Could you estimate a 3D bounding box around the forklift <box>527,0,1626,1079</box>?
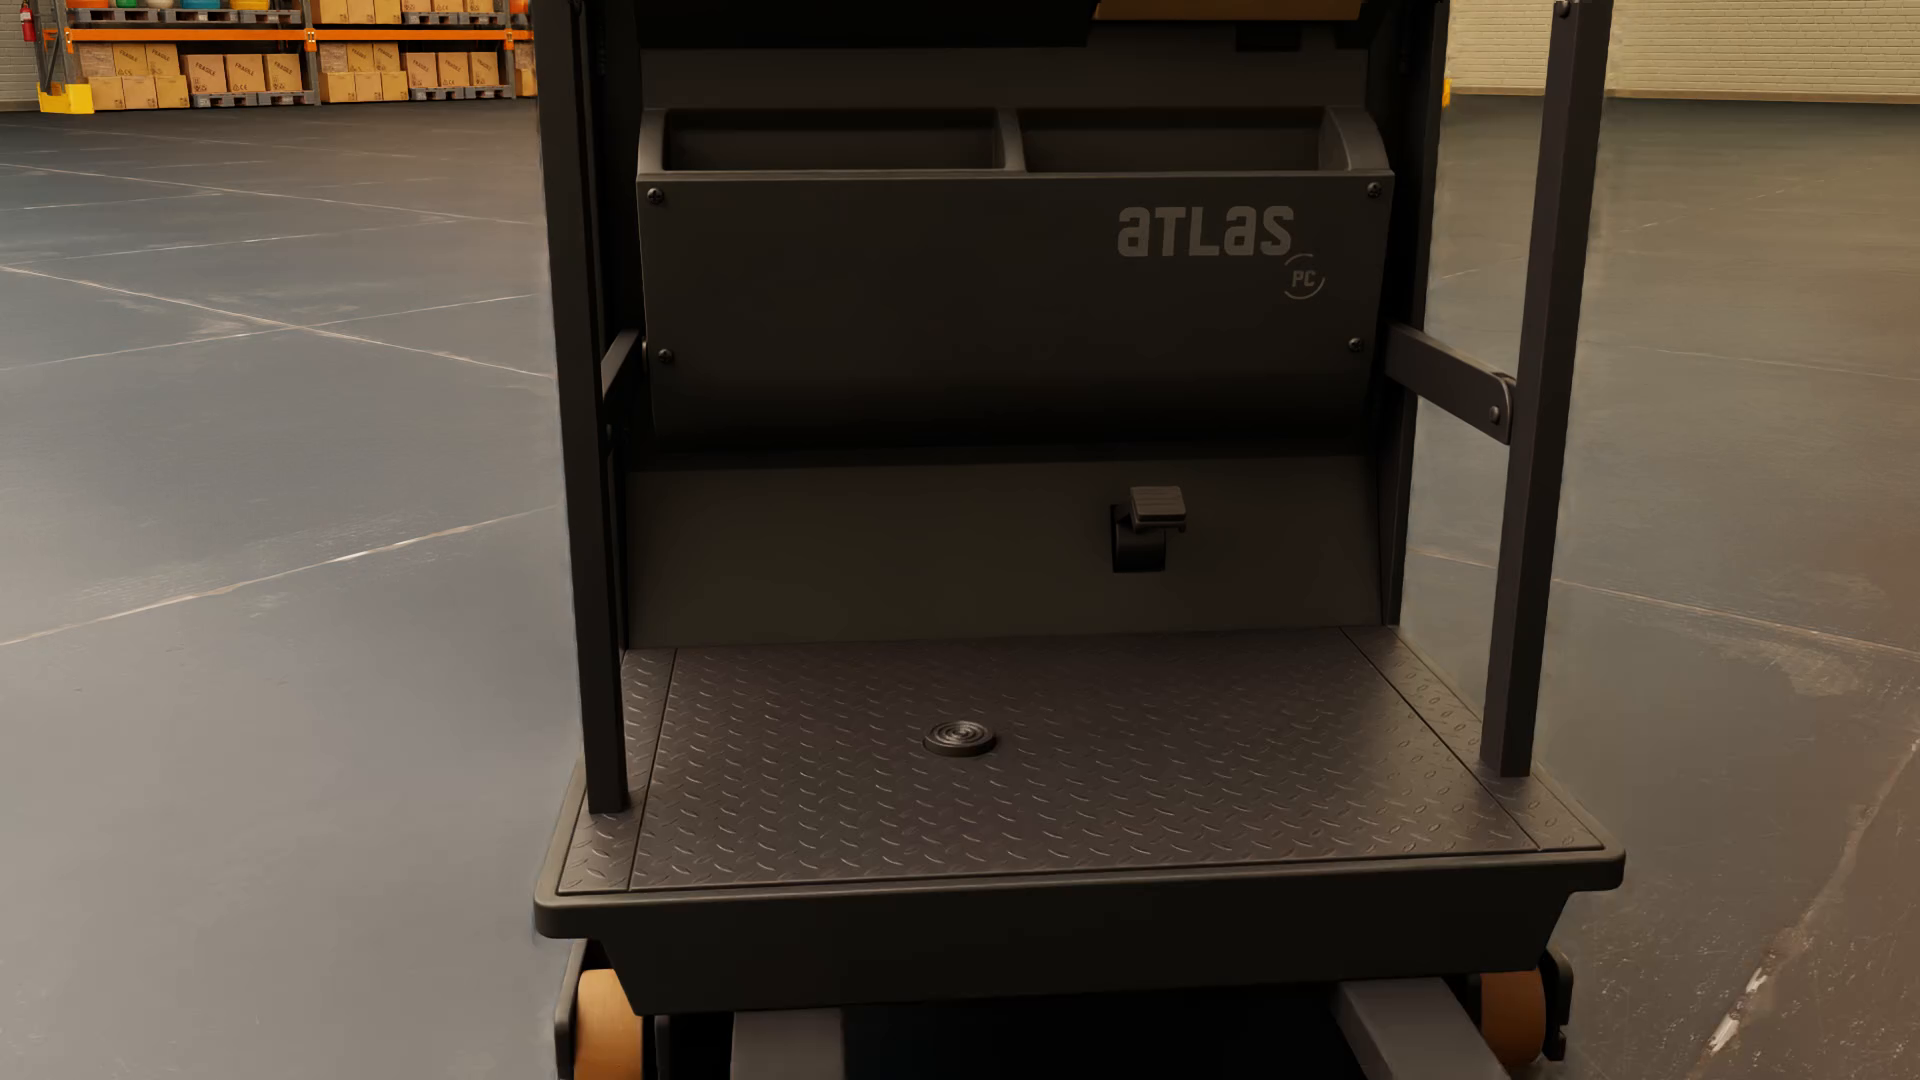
[{"bbox_3d":[0.092,-0.866,1.750,1.130,2.935,3.031,-2,17,-5],"label":"forklift"}]
